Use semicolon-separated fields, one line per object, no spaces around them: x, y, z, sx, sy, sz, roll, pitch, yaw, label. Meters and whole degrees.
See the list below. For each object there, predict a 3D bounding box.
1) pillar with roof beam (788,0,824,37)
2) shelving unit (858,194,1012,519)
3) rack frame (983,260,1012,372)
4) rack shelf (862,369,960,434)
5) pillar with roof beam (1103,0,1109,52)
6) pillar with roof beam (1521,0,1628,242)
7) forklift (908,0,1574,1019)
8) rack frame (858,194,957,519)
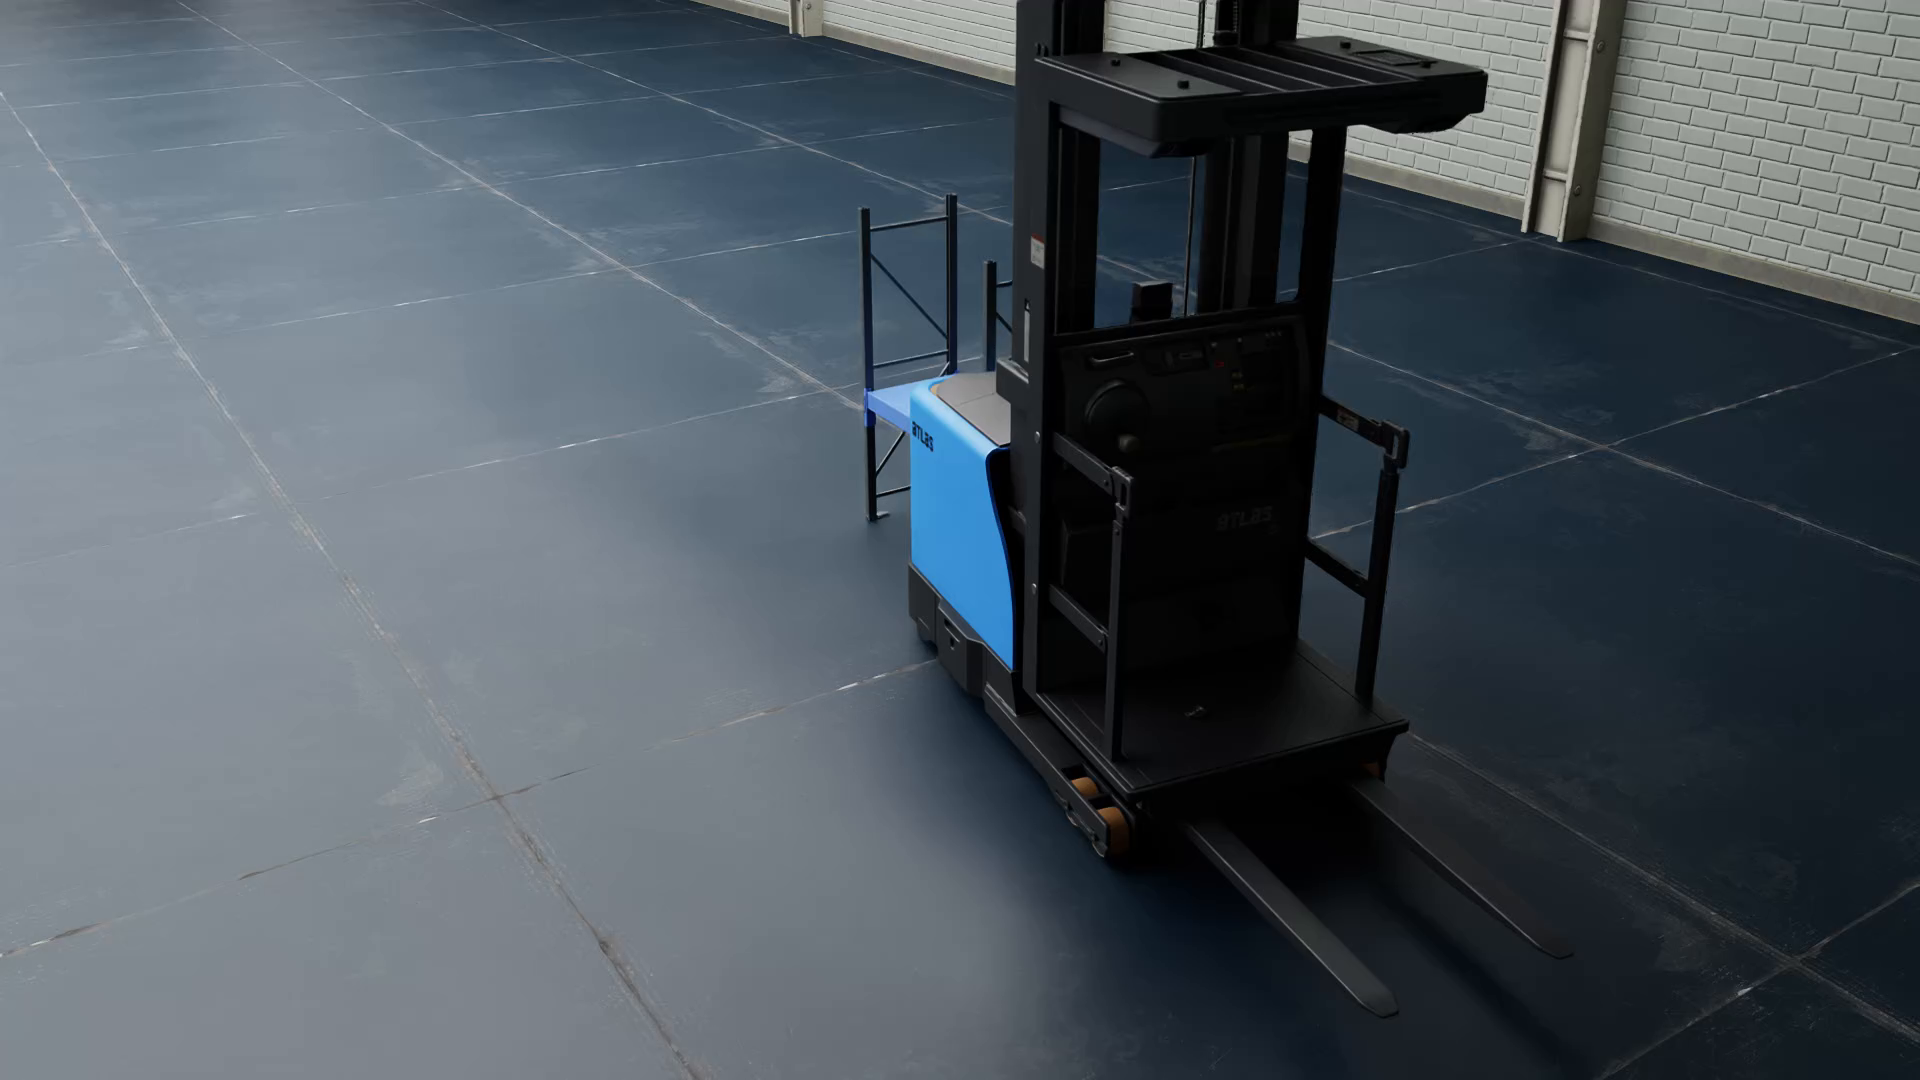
-5.614;-9.699;17.754;9.100;9.000;0.400;-16;29;-30;pillar with roof beam
0.040;-0.657;7.384;0.538;1.500;1.048;-15;29;-29;shelving unit
0.311;-0.473;6.996;0.500;1.500;0.032;-15;29;-29;rack frame
0.040;-0.494;7.461;0.538;0.185;1.000;-15;29;-29;rack shelf
-2.338;-7.553;13.208;9.100;9.000;0.400;-16;29;-30;pillar with roof beam
0.937;-5.407;8.662;9.100;9.000;0.400;-16;29;-30;pillar with roof beam
0.840;-0.482;5.337;1.130;2.935;3.031;-11;27;-21;forklift
-0.232;-0.840;7.773;0.500;1.500;0.032;-15;29;-29;rack frame
